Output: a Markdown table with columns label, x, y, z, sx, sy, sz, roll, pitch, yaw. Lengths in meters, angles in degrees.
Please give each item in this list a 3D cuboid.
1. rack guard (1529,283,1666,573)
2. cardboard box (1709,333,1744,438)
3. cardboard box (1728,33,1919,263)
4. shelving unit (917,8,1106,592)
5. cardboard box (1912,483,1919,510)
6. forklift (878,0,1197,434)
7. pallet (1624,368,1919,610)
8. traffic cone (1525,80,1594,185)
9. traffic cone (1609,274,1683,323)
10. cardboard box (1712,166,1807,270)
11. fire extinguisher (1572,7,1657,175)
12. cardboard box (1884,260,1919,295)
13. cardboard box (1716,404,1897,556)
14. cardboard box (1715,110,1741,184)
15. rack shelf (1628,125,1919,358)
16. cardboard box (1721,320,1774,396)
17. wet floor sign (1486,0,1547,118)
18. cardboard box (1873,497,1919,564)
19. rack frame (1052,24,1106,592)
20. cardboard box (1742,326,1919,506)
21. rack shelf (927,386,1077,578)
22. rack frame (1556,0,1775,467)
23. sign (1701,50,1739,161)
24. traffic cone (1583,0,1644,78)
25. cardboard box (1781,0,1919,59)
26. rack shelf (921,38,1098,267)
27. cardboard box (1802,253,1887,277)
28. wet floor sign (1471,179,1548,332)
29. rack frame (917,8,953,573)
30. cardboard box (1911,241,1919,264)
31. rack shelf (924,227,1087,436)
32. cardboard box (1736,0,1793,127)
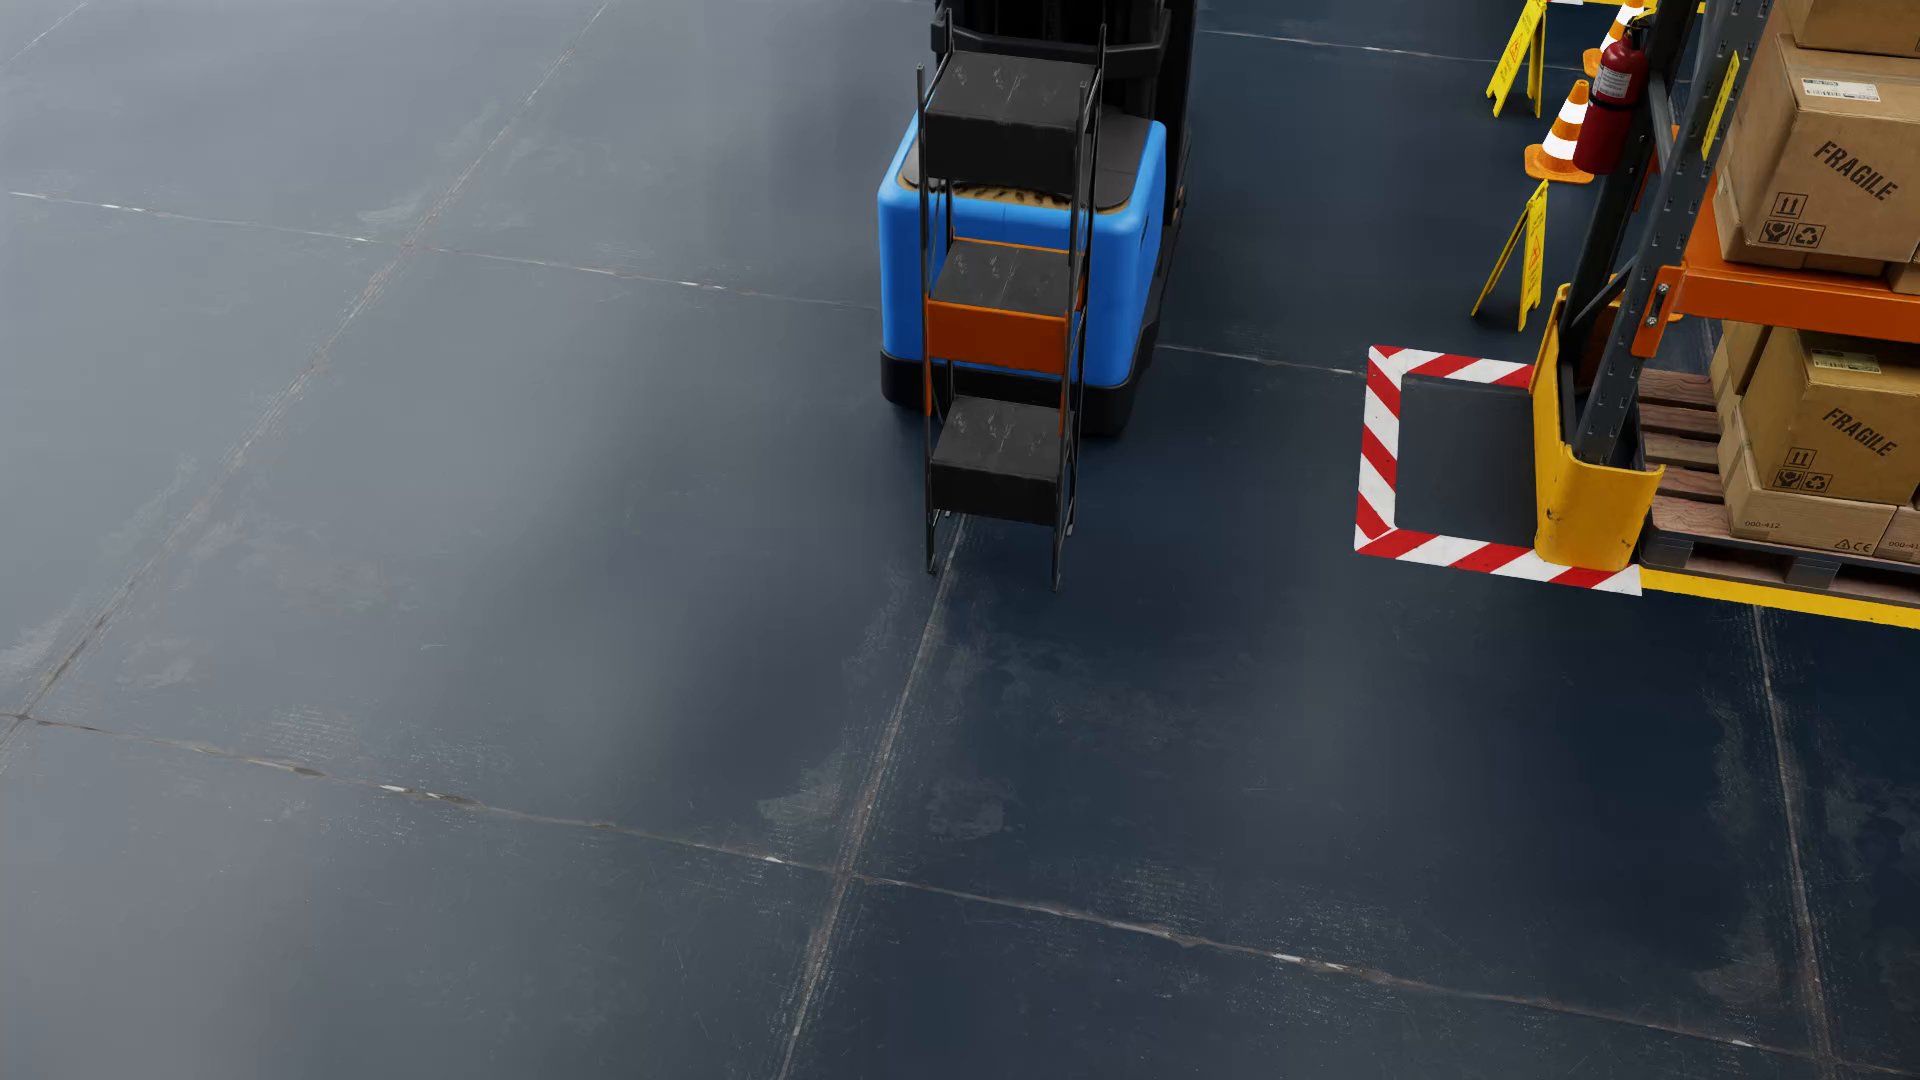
| label | x | y | z | sx | sy | sz | roll | pitch | yaw |
| --- | --- | --- | --- | --- | --- | --- | --- | --- | --- |
| rack guard | 2.513 | -0.468 | 6.617 | 0.348 | 0.500 | 1.175 | 9 | 45 | 9 |
| cardboard box | 3.310 | -0.597 | 6.628 | 0.500 | 0.250 | 0.500 | 9 | 45 | 9 |
| cardboard box | 2.841 | -1.264 | 5.355 | 0.500 | 0.500 | 0.500 | 8 | 45 | 8 |
| shelving unit | 0.162 | -0.731 | 5.737 | 0.503 | 2.100 | 0.431 | 9 | 45 | 9 |
| cardboard box | 3.700 | -0.422 | 5.906 | 0.500 | 0.500 | 0.500 | 7 | 44 | 8 |
| forklift | 0.491 | -2.529 | 7.004 | 1.130 | 2.935 | 3.031 | 9 | 45 | 9 |
| pallet | 3.298 | -0.217 | 6.564 | 1.213 | 0.211 | 1.003 | 9 | 45 | 9 |
| traffic cone | 3.051 | -2.077 | 8.315 | 0.334 | 0.463 | 0.336 | 9 | 45 | 9 |
| traffic cone | 3.140 | -1.274 | 7.481 | 0.334 | 0.463 | 0.336 | 9 | 45 | 9 |
| cardboard box | 2.725 | -1.098 | 5.650 | 0.250 | 0.149 | 0.380 | 9 | 45 | 9 |
| fire extinguisher | 2.428 | -1.682 | 6.131 | 0.183 | 0.674 | 0.296 | 9 | 45 | 9 |
| cardboard box | 3.216 | -0.975 | 5.521 | 0.250 | 0.149 | 0.380 | 8 | 44 | 8 |
| cardboard box | 3.166 | -0.232 | 6.248 | 0.500 | 0.250 | 0.500 | 8 | 45 | 9 |
| cardboard box | 2.851 | -1.378 | 5.941 | 0.250 | 0.149 | 0.380 | 10 | 45 | 10 |
| rack shelf | 4.391 | -0.818 | 5.697 | 4.000 | 0.370 | 1.077 | 9 | 45 | 9 |
| cardboard box | 3.278 | -0.866 | 6.367 | 0.500 | 0.500 | 0.500 | 9 | 45 | 9 |
| wet floor sign | 2.961 | -2.562 | 8.687 | 0.232 | 0.644 | 0.267 | 2 | 44 | 2 |
| cardboard box | 3.662 | -0.149 | 6.163 | 0.500 | 0.250 | 0.500 | 10 | 45 | 11 |
| rack frame | 0.400 | -0.694 | 5.698 | 0.015 | 2.100 | 0.400 | 9 | 45 | 9 |
| cardboard box | 3.189 | -0.499 | 5.985 | 0.500 | 0.500 | 0.500 | 7 | 44 | 8 |
| rack shelf | 0.162 | -0.217 | 6.231 | 0.480 | 0.518 | 0.431 | 9 | 45 | 9 |
| rack frame | 2.439 | -1.380 | 5.762 | 0.127 | 3.000 | 1.000 | 9 | 45 | 9 |
| sign | 2.321 | -1.325 | 5.080 | 0.005 | 0.325 | 0.100 | 9 | 45 | 9 |
| traffic cone | 3.629 | -2.790 | 9.056 | 0.334 | 0.463 | 0.336 | 9 | 45 | 9 |
| cardboard box | 2.985 | -1.954 | 5.350 | 0.500 | 0.500 | 0.700 | 8 | 44 | 8 |
| rack shelf | 0.162 | -1.226 | 5.261 | 0.480 | 0.518 | 0.431 | 9 | 45 | 9 |
| cardboard box | 2.975 | -1.070 | 5.620 | 0.250 | 0.149 | 0.380 | 9 | 45 | 10 |
| wet floor sign | 2.487 | -1.285 | 7.361 | 0.232 | 0.644 | 0.267 | 24 | 49 | 23 |
| rack frame | -0.077 | -0.768 | 5.775 | 0.015 | 2.100 | 0.400 | 9 | 45 | 9 |
| cardboard box | 3.347 | -1.188 | 5.275 | 0.500 | 0.500 | 0.500 | 10 | 45 | 10 |
| rack shelf | 0.162 | -0.722 | 5.746 | 0.480 | 0.518 | 0.431 | 9 | 45 | 9 |
| cardboard box | 3.029 | -1.628 | 5.732 | 0.500 | 0.500 | 0.500 | 8 | 44 | 8 |
